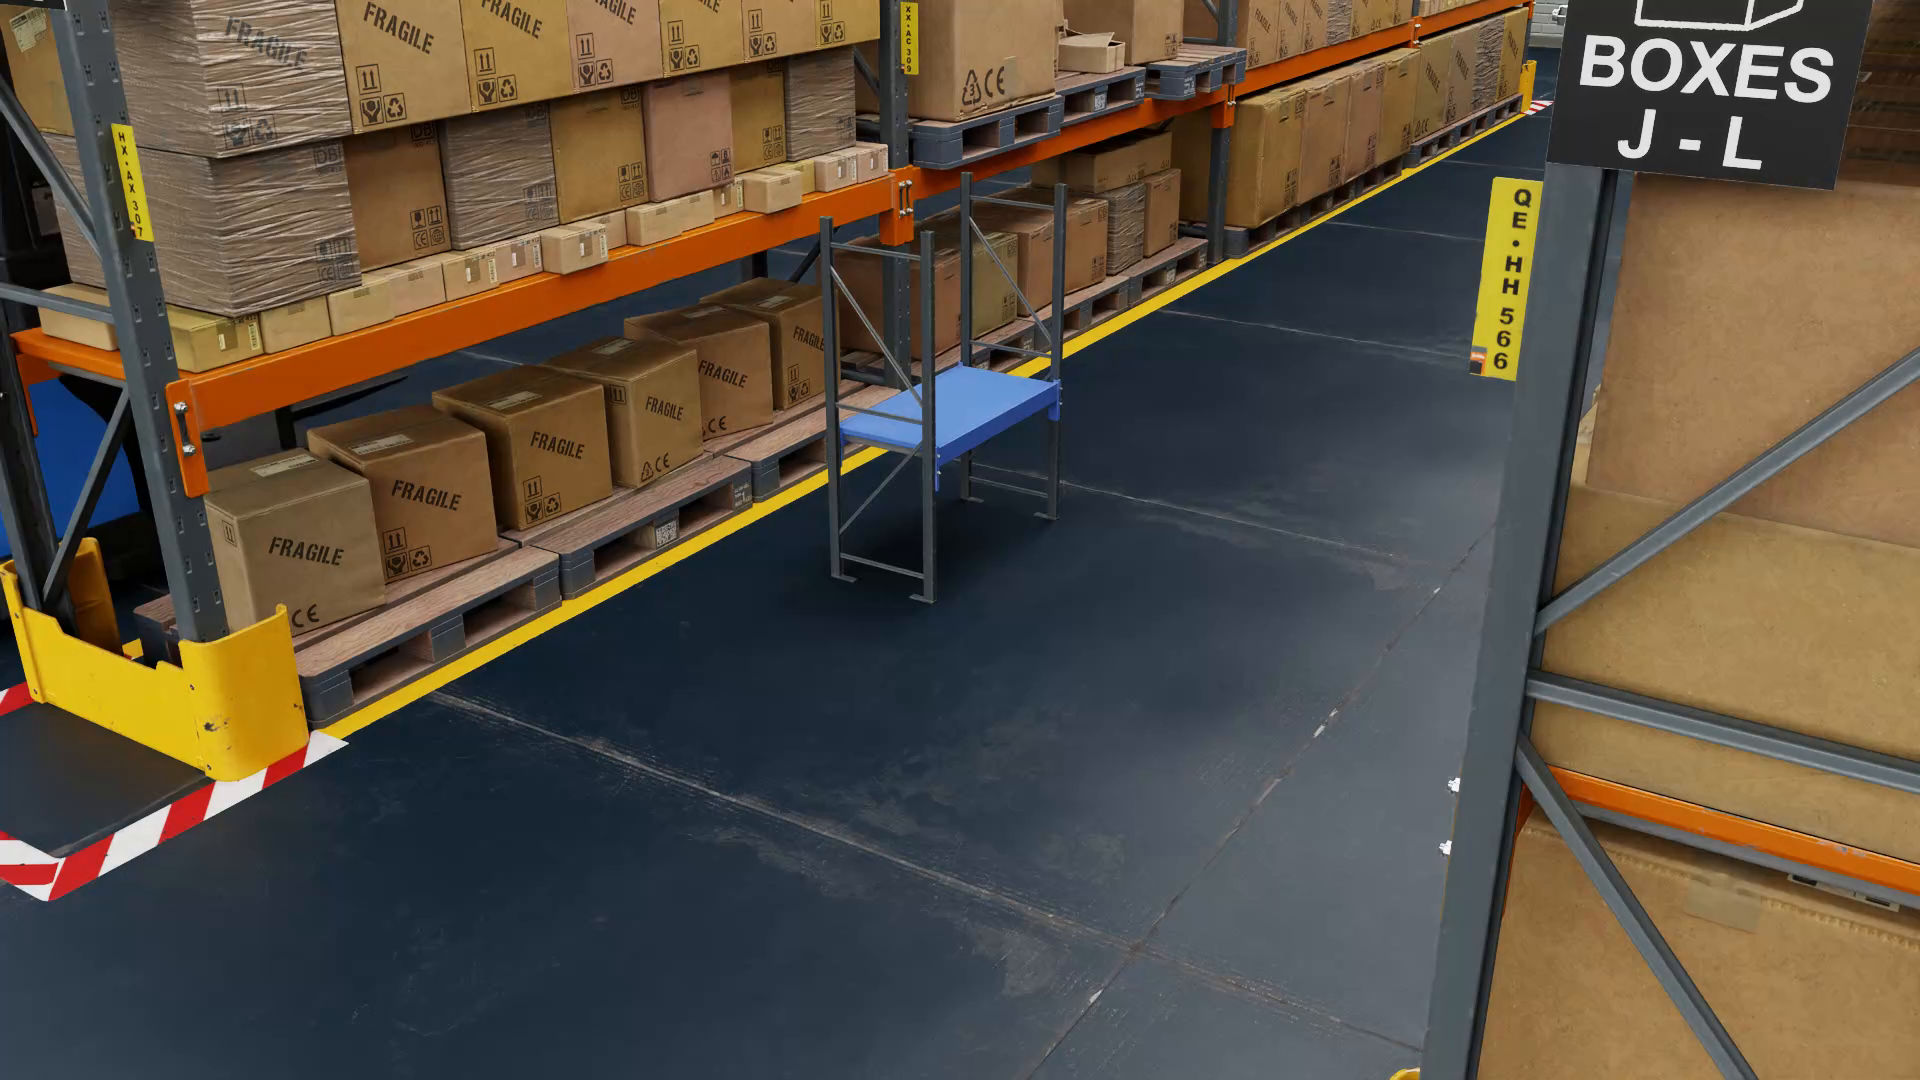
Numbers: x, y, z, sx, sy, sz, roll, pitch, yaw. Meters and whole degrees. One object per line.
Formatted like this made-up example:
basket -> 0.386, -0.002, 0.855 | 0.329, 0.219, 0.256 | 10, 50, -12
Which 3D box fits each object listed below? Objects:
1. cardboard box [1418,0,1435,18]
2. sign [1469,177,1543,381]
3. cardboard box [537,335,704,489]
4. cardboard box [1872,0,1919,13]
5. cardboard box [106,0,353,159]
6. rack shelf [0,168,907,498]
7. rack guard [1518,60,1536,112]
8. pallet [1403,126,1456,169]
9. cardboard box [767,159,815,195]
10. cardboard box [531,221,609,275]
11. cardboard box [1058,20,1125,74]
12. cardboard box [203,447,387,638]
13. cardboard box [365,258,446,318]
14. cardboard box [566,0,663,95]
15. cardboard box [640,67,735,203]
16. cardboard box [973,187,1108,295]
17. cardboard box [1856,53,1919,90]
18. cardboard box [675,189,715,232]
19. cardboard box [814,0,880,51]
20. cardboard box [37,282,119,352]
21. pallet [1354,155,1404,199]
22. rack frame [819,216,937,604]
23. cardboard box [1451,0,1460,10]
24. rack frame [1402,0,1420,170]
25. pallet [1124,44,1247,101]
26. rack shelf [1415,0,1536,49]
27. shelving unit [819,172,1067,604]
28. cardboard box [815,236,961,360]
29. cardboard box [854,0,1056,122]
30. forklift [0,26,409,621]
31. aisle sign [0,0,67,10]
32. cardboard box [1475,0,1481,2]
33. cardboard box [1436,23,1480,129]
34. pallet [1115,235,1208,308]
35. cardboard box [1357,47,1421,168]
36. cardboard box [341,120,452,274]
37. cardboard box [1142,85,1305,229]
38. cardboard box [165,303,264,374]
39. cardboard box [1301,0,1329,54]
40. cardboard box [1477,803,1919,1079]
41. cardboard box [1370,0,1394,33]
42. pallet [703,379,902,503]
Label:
cardboard box -> 3.952, -4.697, 14.640 | 0.380, 0.149, 0.250 | 14, 27, 29
sign -> 0.890, -0.417, 2.682 | 0.100, 0.325, 0.005 | 14, 27, 29
cardboard box -> -1.508, -0.580, 7.432 | 0.500, 0.500, 0.500 | 11, 26, 24
cardboard box -> 3.039, -1.245, 4.803 | 0.875, 0.550, 0.550 | 14, 27, 29
cardboard box -> -2.295, -1.502, 5.184 | 0.500, 0.500, 0.500 | 14, 27, 29
rack shelf -> -1.761, -1.077, 6.867 | 1.077, 0.370, 4.000 | 14, 27, 29
rack guard -> 5.636, -4.993, 18.155 | 1.175, 0.500, 0.348 | 14, 27, 29
pallet -> 3.981, -3.743, 15.630 | 1.003, 0.211, 1.213 | 14, 27, 29
cardboard box -> -0.893, -1.678, 7.667 | 0.380, 0.149, 0.250 | 14, 27, 29
cardboard box -> -1.590, -1.149, 6.444 | 0.380, 0.149, 0.250 | 14, 27, 29
cardboard box -> 0.753, -2.944, 9.915 | 0.396, 0.266, 0.258 | 13, 27, 27
cardboard box -> -2.473, 0.015, 6.057 | 0.500, 0.500, 0.500 | 20, 30, 38
cardboard box -> -2.057, -0.913, 5.900 | 0.380, 0.149, 0.250 | 14, 27, 29
cardboard box -> -1.504, -2.008, 6.354 | 0.500, 0.500, 0.500 | 14, 27, 29
cardboard box -> -1.468, -1.774, 7.072 | 0.875, 0.500, 0.500 | 14, 27, 29
cardboard box -> 0.492, -1.874, 10.395 | 0.700, 0.500, 0.500 | 16, 28, 33
cardboard box -> 2.195, -0.705, 3.556 | 0.875, 0.550, 0.550 | 14, 27, 29
cardboard box -> -1.272, -1.421, 7.073 | 0.380, 0.149, 0.250 | 14, 27, 29
cardboard box -> -0.710, -2.514, 7.522 | 0.500, 0.500, 0.500 | 14, 27, 29
cardboard box -> -2.841, -0.756, 5.537 | 0.380, 0.149, 0.250 | 14, 27, 29
pallet -> 3.170, -3.226, 14.437 | 1.003, 0.211, 1.213 | 14, 27, 29
rack frame -> -0.313, -0.488, 6.489 | 0.500, 1.500, 0.032 | 14, 27, 29
cardboard box -> 4.366, -4.964, 15.257 | 0.380, 0.149, 0.250 | 13, 27, 28
rack frame -> 3.513, -4.782, 14.521 | 1.000, 3.000, 0.127 | 14, 27, 29
pallet -> 1.118, -3.081, 10.833 | 1.213, 0.211, 1.003 | 14, 27, 29
rack shelf -> 4.568, -5.127, 16.223 | 1.077, 0.370, 4.000 | 14, 27, 29
shelving unit -> -0.045, -0.659, 6.886 | 0.538, 1.500, 1.048 | 14, 27, 29
cardboard box -> -0.364, -1.339, 9.161 | 0.700, 0.500, 0.500 | 12, 26, 25
cardboard box -> -0.168, -2.789, 8.633 | 1.000, 1.000, 1.000 | 14, 27, 29
forklift -> -3.491, -1.441, 6.888 | 1.130, 2.935, 3.031 | 15, 28, 31
aisle sign -> -2.594, -1.841, 4.455 | 0.394, 0.787, 0.004 | 14, 27, 29
cardboard box -> 4.773, -5.223, 15.856 | 0.380, 0.149, 0.250 | 13, 27, 27
cardboard box -> 4.404, -4.509, 16.037 | 0.875, 0.875, 0.875 | 14, 27, 29
pallet -> 0.990, -1.889, 11.348 | 1.003, 0.211, 1.213 | 14, 27, 29
cardboard box -> 3.193, -3.780, 14.351 | 1.225, 0.875, 0.875 | 14, 27, 29
cardboard box -> -2.341, -1.288, 5.949 | 0.875, 0.500, 0.500 | 14, 27, 29
cardboard box -> 1.785, -2.878, 12.269 | 1.225, 0.875, 0.875 | 12, 26, 27
cardboard box -> -2.464, -0.663, 5.322 | 0.380, 0.149, 0.250 | 14, 27, 29
cardboard box -> 2.428, -3.933, 12.434 | 0.500, 0.500, 0.500 | 13, 27, 28
cardboard box -> 1.646, 0.881, 3.585 | 0.875, 0.875, 0.875 | 14, 27, 29
cardboard box -> 3.232, -4.447, 13.622 | 0.500, 0.500, 0.500 | 15, 27, 31
pallet -> -1.031, -0.568, 8.297 | 1.003, 0.211, 1.213 | 14, 27, 29
